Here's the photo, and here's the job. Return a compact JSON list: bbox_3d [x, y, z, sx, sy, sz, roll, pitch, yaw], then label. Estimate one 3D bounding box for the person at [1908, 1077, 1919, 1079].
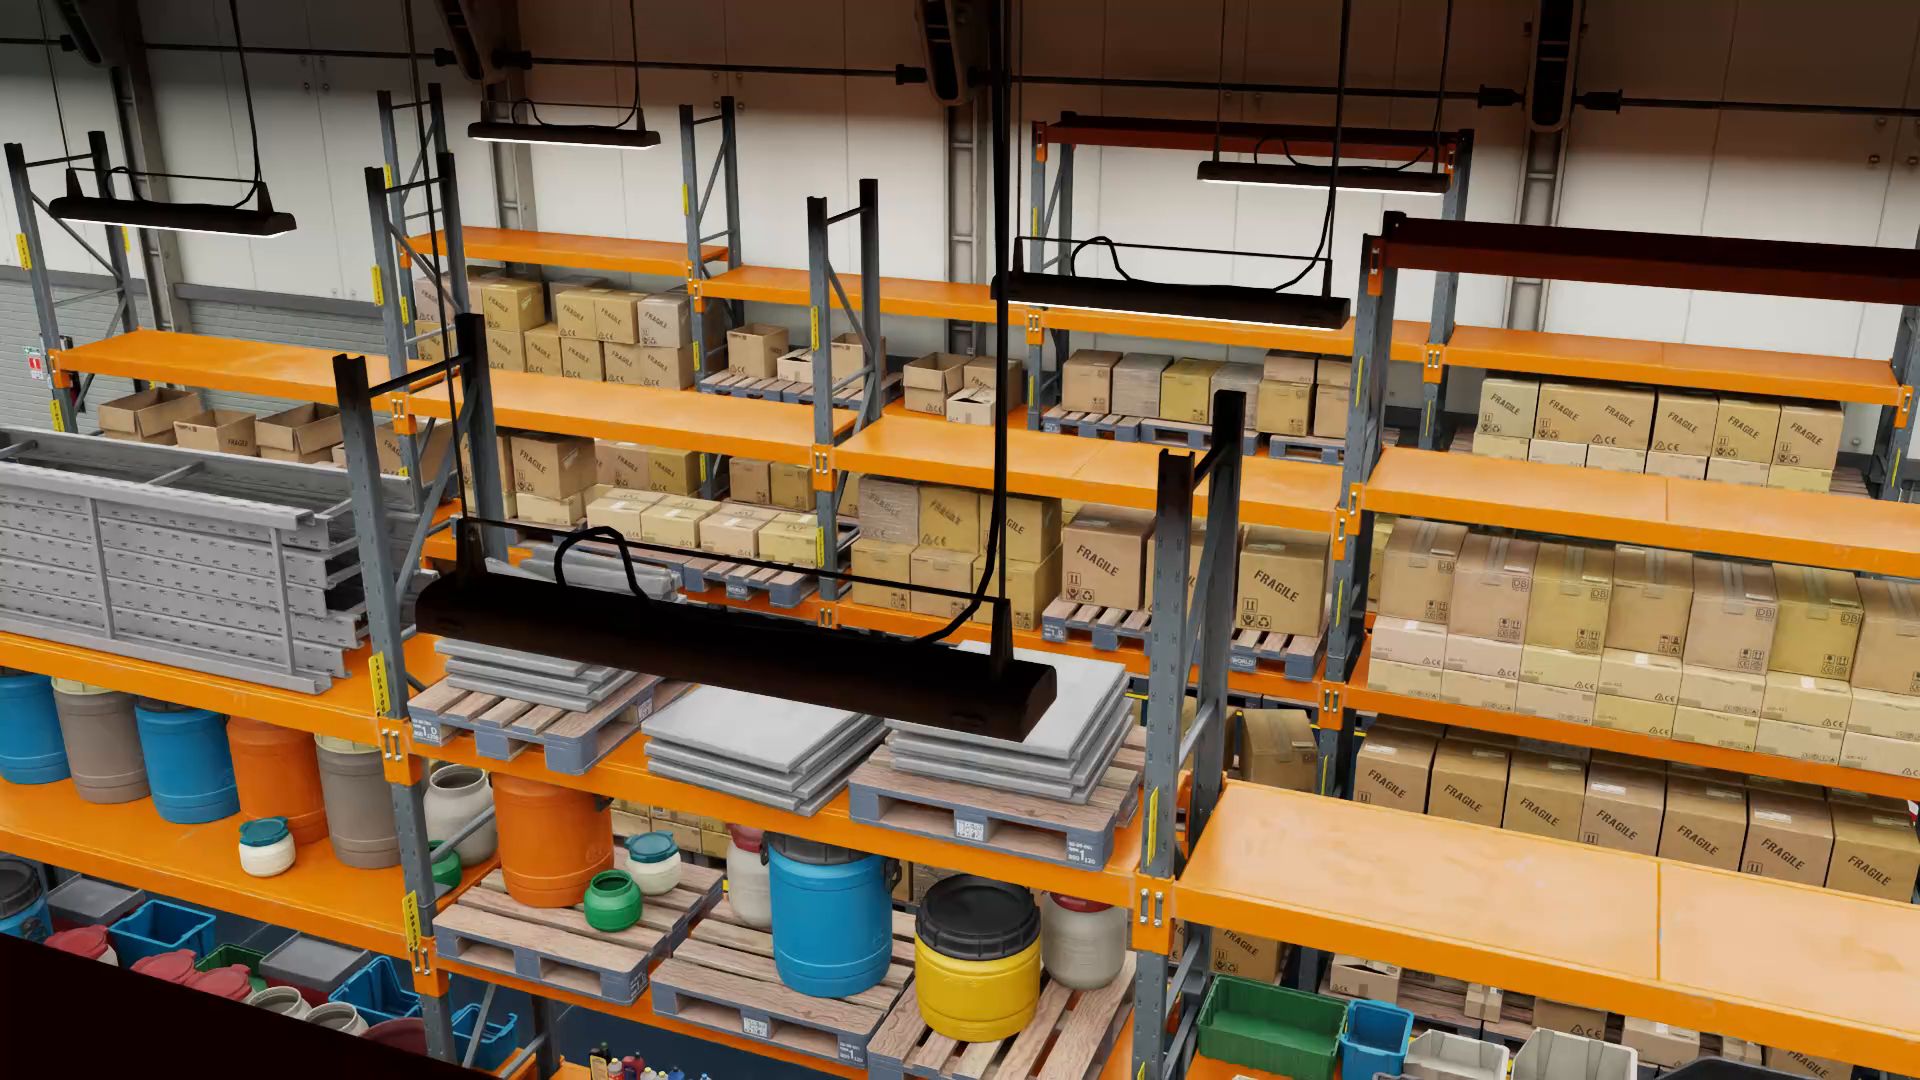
[{"bbox_3d":[5.719,3.759,10.106,1.010,1.679,0.585,0,21,1],"label":"person"}]
